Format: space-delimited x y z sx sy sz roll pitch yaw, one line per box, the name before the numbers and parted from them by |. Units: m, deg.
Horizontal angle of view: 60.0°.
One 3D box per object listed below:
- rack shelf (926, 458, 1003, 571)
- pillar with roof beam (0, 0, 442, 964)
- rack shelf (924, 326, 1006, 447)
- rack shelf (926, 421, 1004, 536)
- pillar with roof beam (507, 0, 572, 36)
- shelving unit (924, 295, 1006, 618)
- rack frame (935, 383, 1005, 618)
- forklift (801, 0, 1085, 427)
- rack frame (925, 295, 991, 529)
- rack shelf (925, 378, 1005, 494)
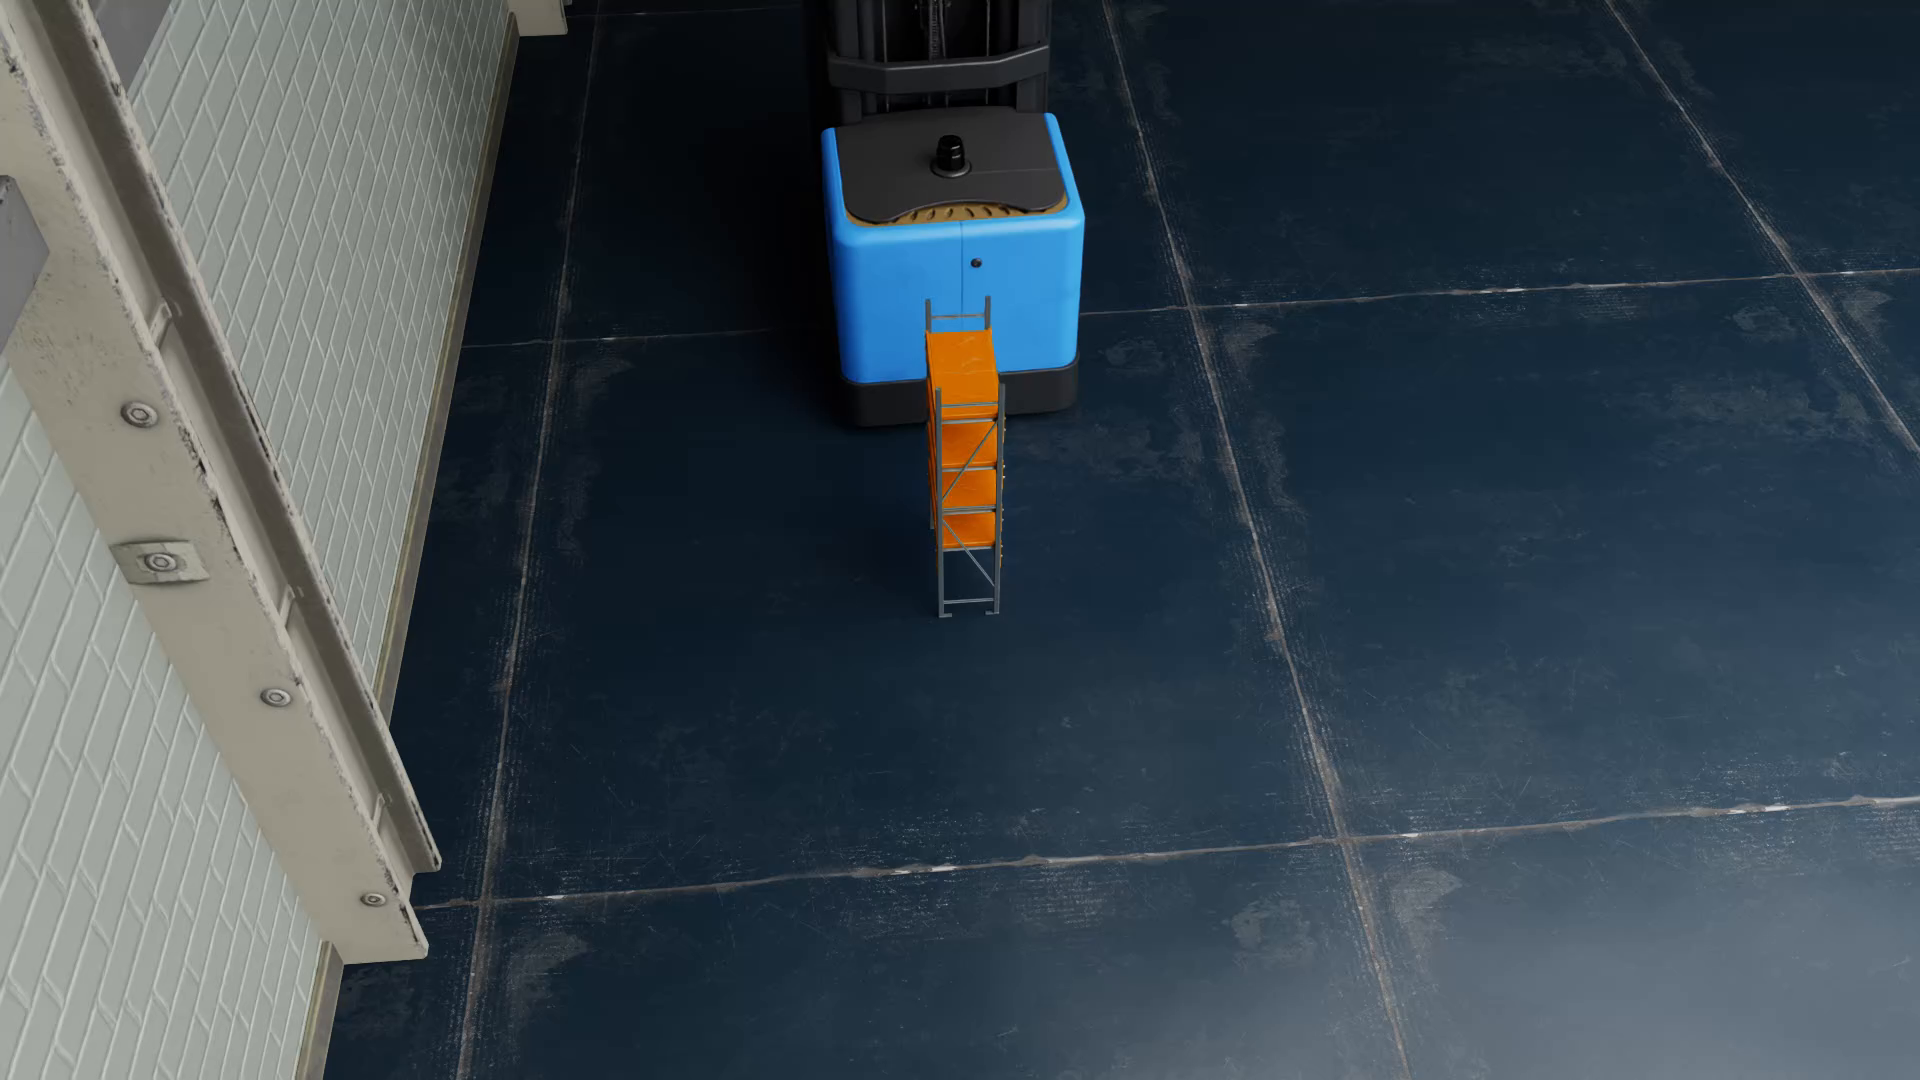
rack shelf | 0.014 -0.110 6.530 0.258 0.148 0.480 -3 47 -3
pillar with roof beam | 2.335 -2.092 2.670 9.100 9.000 0.400 -3 47 -3
rack shelf | 0.014 -0.563 6.052 0.258 0.148 0.480 -3 47 -3
rack shelf | 0.014 -0.247 6.386 0.258 0.148 0.480 -3 47 -3
pillar with roof beam | 1.833 -6.433 6.781 9.100 9.000 0.400 -3 47 -3
shelving unit | 0.014 -0.293 6.337 0.258 1.200 0.503 -3 47 -3
rack frame | 0.034 -0.116 6.170 0.240 1.200 0.015 -3 47 -3
forklift | -0.174 -2.580 7.312 1.130 2.935 3.031 -5 47 -5
rack frame | -0.007 -0.469 6.505 0.240 1.200 0.015 -3 47 -3
rack shelf | 0.014 -0.400 6.224 0.258 0.148 0.480 -3 47 -3
